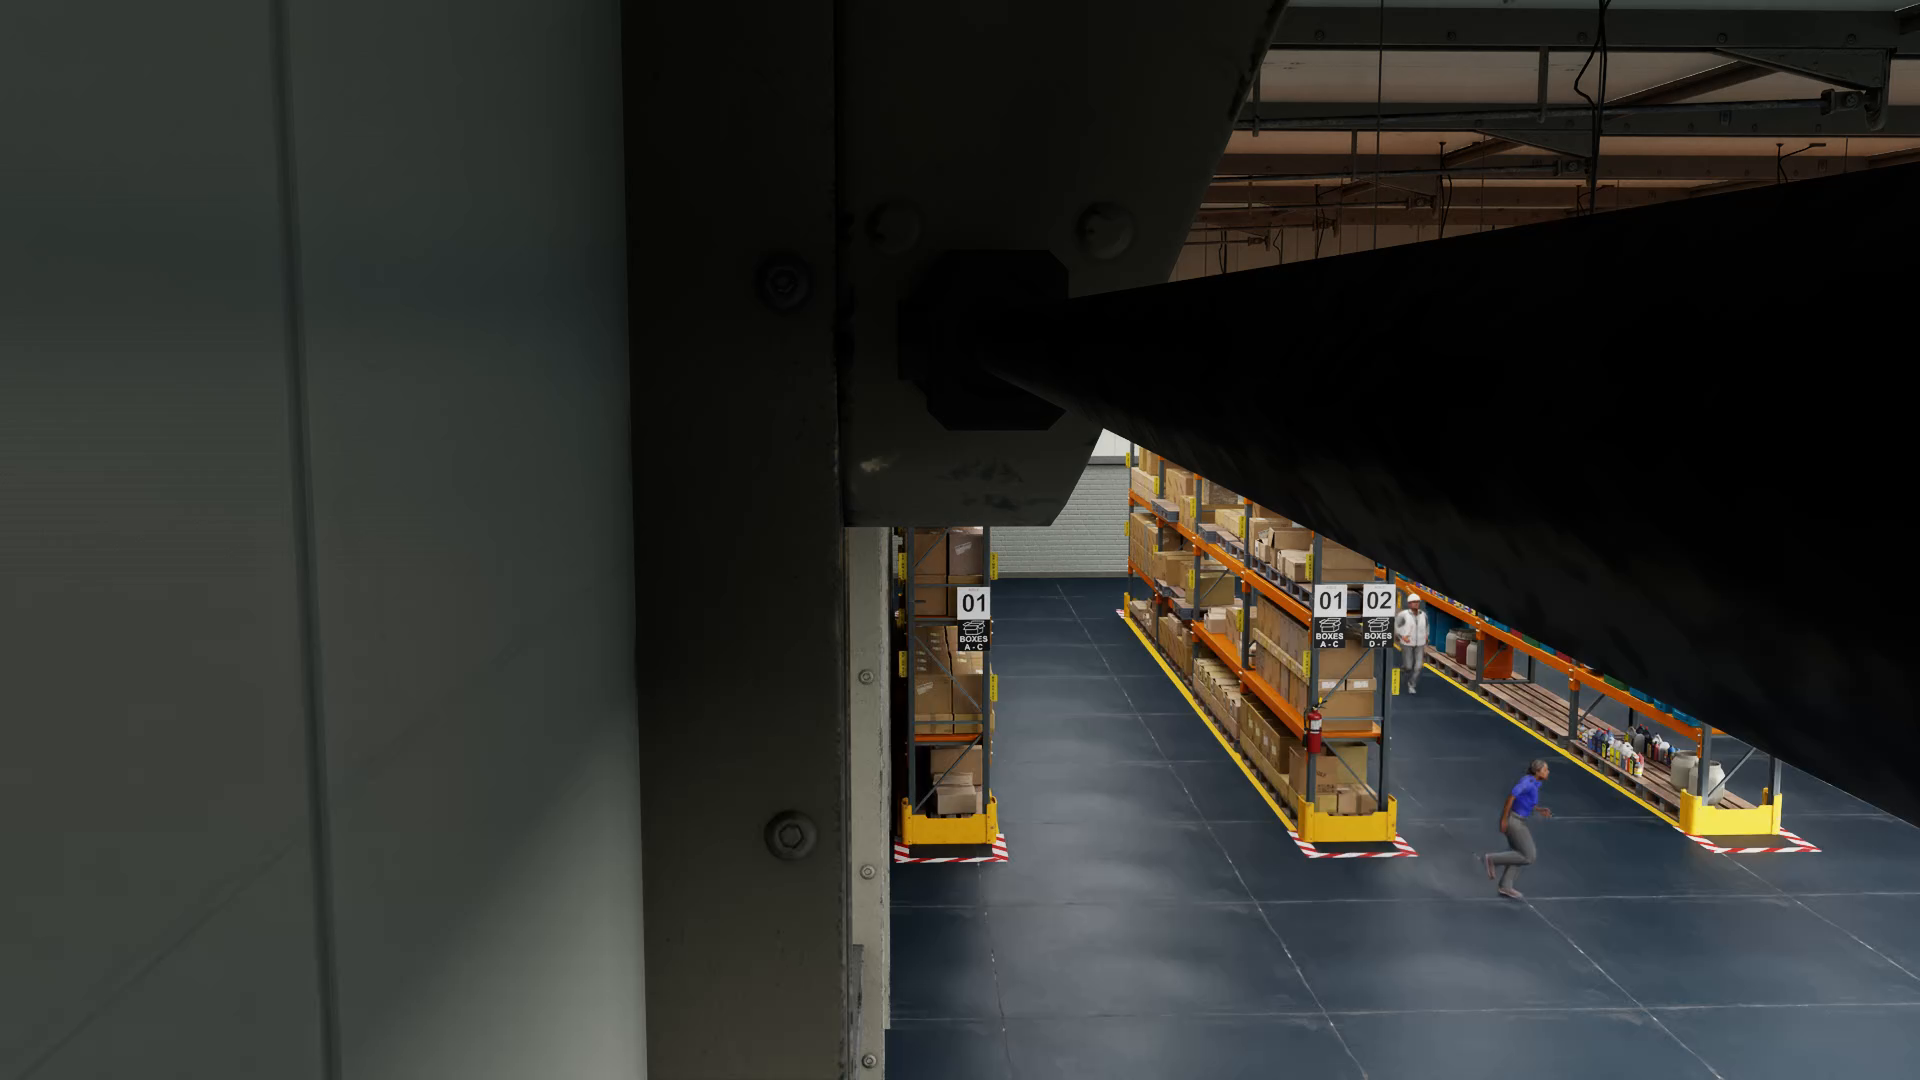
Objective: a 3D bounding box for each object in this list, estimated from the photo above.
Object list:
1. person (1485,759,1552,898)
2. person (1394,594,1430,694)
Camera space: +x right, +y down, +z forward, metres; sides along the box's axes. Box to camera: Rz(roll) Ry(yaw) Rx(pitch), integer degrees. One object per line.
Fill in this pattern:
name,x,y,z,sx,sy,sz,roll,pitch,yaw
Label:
person,6.228,3.202,18.542,0.692,1.586,0.563,2,8,15
person,7.842,1.786,28.832,0.653,1.726,0.584,-1,7,-6
